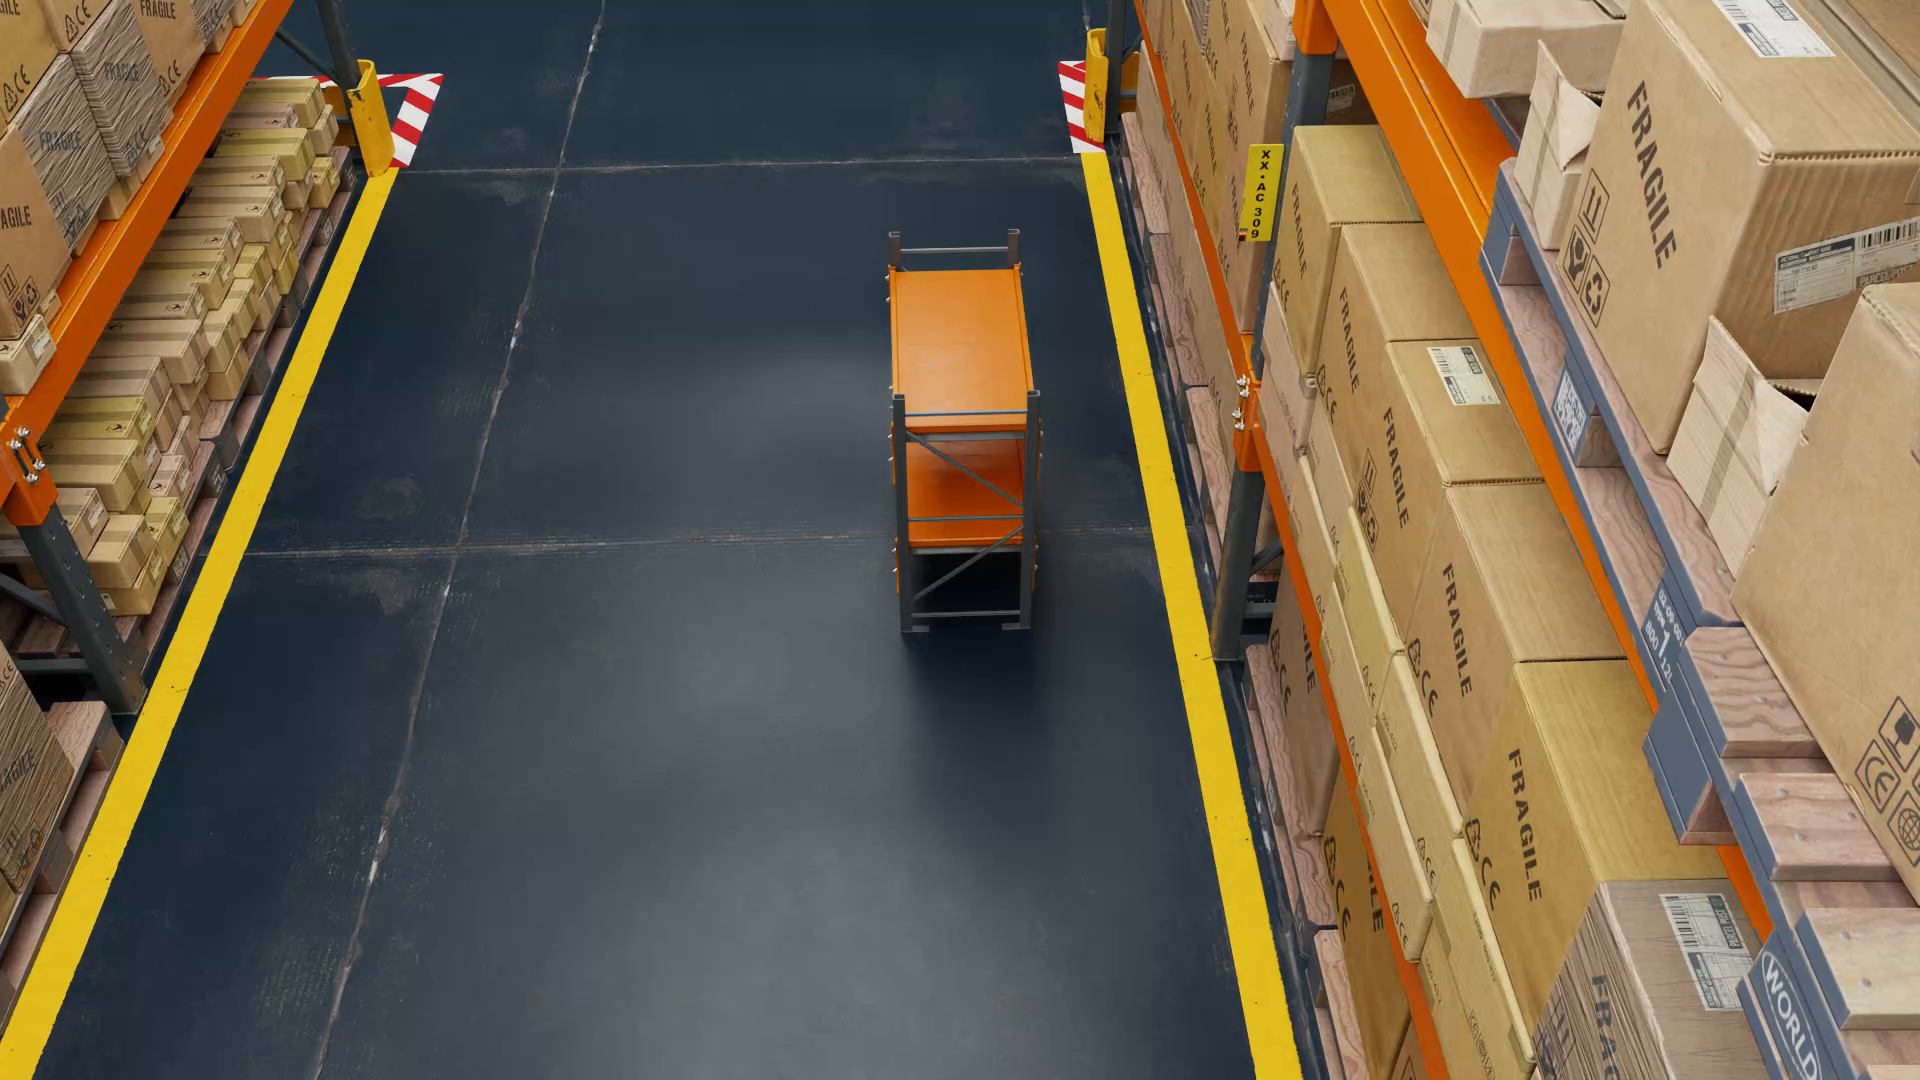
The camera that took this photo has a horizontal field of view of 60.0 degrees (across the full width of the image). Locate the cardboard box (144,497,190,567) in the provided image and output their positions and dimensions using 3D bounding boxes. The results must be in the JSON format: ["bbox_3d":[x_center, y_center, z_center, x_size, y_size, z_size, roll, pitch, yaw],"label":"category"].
[{"bbox_3d":[-3.197,-0.029,6.361,0.380,0.149,0.250,0,43,-1],"label":"cardboard box"}]

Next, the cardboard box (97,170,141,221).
[{"bbox_3d":[-3.276,-1.305,6.140,0.380,0.149,0.250,-1,43,-1],"label":"cardboard box"}]

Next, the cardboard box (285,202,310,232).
[{"bbox_3d":[-3.393,-1.594,8.068,0.380,0.149,0.250,-2,43,-2],"label":"cardboard box"}]

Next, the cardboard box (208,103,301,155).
[{"bbox_3d":[-3.432,-1.993,8.063,0.380,0.149,0.250,-1,43,-1],"label":"cardboard box"}]

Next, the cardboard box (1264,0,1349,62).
[{"bbox_3d":[1.119,-1.544,4.921,0.380,0.149,0.250,-2,43,-3],"label":"cardboard box"}]

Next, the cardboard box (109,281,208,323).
[{"bbox_3d":[-3.369,-0.940,6.915,0.380,0.149,0.250,-3,43,-4],"label":"cardboard box"}]

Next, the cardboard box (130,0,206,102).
[{"bbox_3d":[-3.326,-2.015,6.434,0.500,0.500,0.500,0,43,0],"label":"cardboard box"}]

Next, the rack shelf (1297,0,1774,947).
[{"bbox_3d":[1.535,-0.191,3.051,1.077,0.370,4.000,-2,43,-2],"label":"rack shelf"}]

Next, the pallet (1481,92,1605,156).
[{"bbox_3d":[1.538,-1.118,3.672,0.805,0.209,1.217,-3,43,-4],"label":"pallet"}]

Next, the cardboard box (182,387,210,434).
[{"bbox_3d":[-3.367,-0.546,6.925,0.380,0.149,0.250,-3,43,-4],"label":"cardboard box"}]

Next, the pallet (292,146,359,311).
[{"bbox_3d":[-3.659,-1.562,8.298,1.003,0.211,1.213,-2,43,-2],"label":"pallet"}]

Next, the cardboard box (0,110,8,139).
[{"bbox_3d":[-3.267,-1.317,4.933,0.500,0.500,0.500,-1,43,-1],"label":"cardboard box"}]

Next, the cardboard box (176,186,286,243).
[{"bbox_3d":[-3.280,-1.465,7.487,0.380,0.149,0.250,0,43,0],"label":"cardboard box"}]

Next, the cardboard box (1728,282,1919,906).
[{"bbox_3d":[1.388,0.039,1.882,0.700,0.500,0.500,-4,43,-4],"label":"cardboard box"}]

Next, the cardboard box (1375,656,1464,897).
[{"bbox_3d":[1.255,0.509,3.715,0.500,0.250,0.500,-3,43,-3],"label":"cardboard box"}]

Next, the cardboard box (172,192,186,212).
[{"bbox_3d":[-3.841,-1.694,7.957,0.380,0.149,0.250,-1,43,-1],"label":"cardboard box"}]

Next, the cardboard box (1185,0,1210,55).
[{"bbox_3d":[1.110,-2.103,6.010,0.500,0.500,0.500,-1,43,-1],"label":"cardboard box"}]

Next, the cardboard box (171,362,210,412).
[{"bbox_3d":[-3.331,-0.658,6.827,0.380,0.149,0.250,0,43,0],"label":"cardboard box"}]

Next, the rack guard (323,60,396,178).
[{"bbox_3d":[-3.658,-2.218,8.800,1.175,0.500,0.348,-2,43,-2],"label":"rack guard"}]

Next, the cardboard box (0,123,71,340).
[{"bbox_3d":[-3.261,-0.979,5.303,0.500,0.500,0.500,-2,43,-3],"label":"cardboard box"}]

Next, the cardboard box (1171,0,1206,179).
[{"bbox_3d":[1.112,-1.730,6.343,0.500,0.500,0.500,-2,43,-2],"label":"cardboard box"}]

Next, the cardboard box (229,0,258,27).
[{"bbox_3d":[-3.332,-2.377,7.309,0.380,0.149,0.250,-1,43,-1],"label":"cardboard box"}]

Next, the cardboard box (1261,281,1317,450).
[{"bbox_3d":[1.187,-0.525,4.843,0.500,0.250,0.500,-3,43,-3],"label":"cardboard box"}]

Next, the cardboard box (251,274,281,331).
[{"bbox_3d":[-3.305,-1.072,7.499,0.380,0.149,0.250,-1,43,-1],"label":"cardboard box"}]

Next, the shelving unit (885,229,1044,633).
[{"bbox_3d":[0.000,-0.419,6.375,0.538,1.125,1.048,-2,43,-2],"label":"shelving unit"}]

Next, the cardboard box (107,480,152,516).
[{"bbox_3d":[-3.287,-0.126,6.247,0.380,0.149,0.250,-1,43,-1],"label":"cardboard box"}]

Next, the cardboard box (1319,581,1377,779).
[{"bbox_3d":[1.234,0.355,4.254,0.500,0.250,0.500,-2,43,-2],"label":"cardboard box"}]

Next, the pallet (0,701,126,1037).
[{"bbox_3d":[-3.457,1.063,5.434,1.003,0.211,1.213,-2,43,-2],"label":"pallet"}]

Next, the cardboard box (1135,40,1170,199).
[{"bbox_3d":[1.408,-2.169,8.481,0.875,0.438,0.875,-3,43,-3],"label":"cardboard box"}]

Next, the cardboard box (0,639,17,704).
[{"bbox_3d":[-3.207,0.495,4.974,0.500,0.250,0.500,-3,43,-3],"label":"cardboard box"}]

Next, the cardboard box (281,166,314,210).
[{"bbox_3d":[-3.330,-1.705,7.970,0.380,0.149,0.250,-3,43,-4],"label":"cardboard box"}]

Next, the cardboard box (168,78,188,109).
[{"bbox_3d":[-3.371,-1.835,6.718,0.380,0.149,0.250,-1,43,-1],"label":"cardboard box"}]

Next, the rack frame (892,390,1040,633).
[{"bbox_3d":[0.021,-0.076,6.000,0.500,1.125,0.032,-2,43,-2],"label":"rack frame"}]

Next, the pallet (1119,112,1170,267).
[{"bbox_3d":[1.392,-1.836,8.596,1.003,0.211,1.213,-2,43,-2],"label":"pallet"}]

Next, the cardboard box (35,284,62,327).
[{"bbox_3d":[-3.262,-0.771,5.557,0.380,0.149,0.250,0,43,-1],"label":"cardboard box"}]

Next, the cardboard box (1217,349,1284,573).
[{"bbox_3d":[1.531,-0.338,6.484,0.875,0.438,0.875,-2,43,-2],"label":"cardboard box"}]

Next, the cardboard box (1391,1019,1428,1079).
[{"bbox_3d":[1.640,1.557,4.093,0.875,0.875,0.875,-1,43,-1],"label":"cardboard box"}]

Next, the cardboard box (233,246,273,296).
[{"bbox_3d":[-3.303,-1.183,7.399,0.380,0.149,0.250,0,43,0],"label":"cardboard box"}]

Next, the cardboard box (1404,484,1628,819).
[{"bbox_3d":[1.278,0.229,3.466,0.500,0.500,0.500,-2,43,-2],"label":"cardboard box"}]

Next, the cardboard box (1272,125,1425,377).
[{"bbox_3d":[1.181,-0.801,4.590,0.500,0.500,0.500,-1,43,-1],"label":"cardboard box"}]

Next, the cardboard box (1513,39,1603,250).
[{"bbox_3d":[1.178,-0.668,2.828,0.396,0.266,0.258,2,43,2],"label":"cardboard box"}]

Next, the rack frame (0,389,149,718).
[{"bbox_3d":[-3.491,-0.490,5.065,1.000,3.000,0.127,-2,43,-2],"label":"rack frame"}]

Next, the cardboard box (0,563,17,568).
[{"bbox_3d":[-3.776,-0.027,6.359,0.380,0.149,0.250,-1,43,-1],"label":"cardboard box"}]

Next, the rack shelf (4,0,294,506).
[{"bbox_3d":[-3.576,-1.575,6.781,1.077,0.370,4.000,-2,43,-2],"label":"rack shelf"}]

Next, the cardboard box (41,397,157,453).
[{"bbox_3d":[-3.311,-0.409,6.335,0.380,0.149,0.250,-2,43,-2],"label":"cardboard box"}]
